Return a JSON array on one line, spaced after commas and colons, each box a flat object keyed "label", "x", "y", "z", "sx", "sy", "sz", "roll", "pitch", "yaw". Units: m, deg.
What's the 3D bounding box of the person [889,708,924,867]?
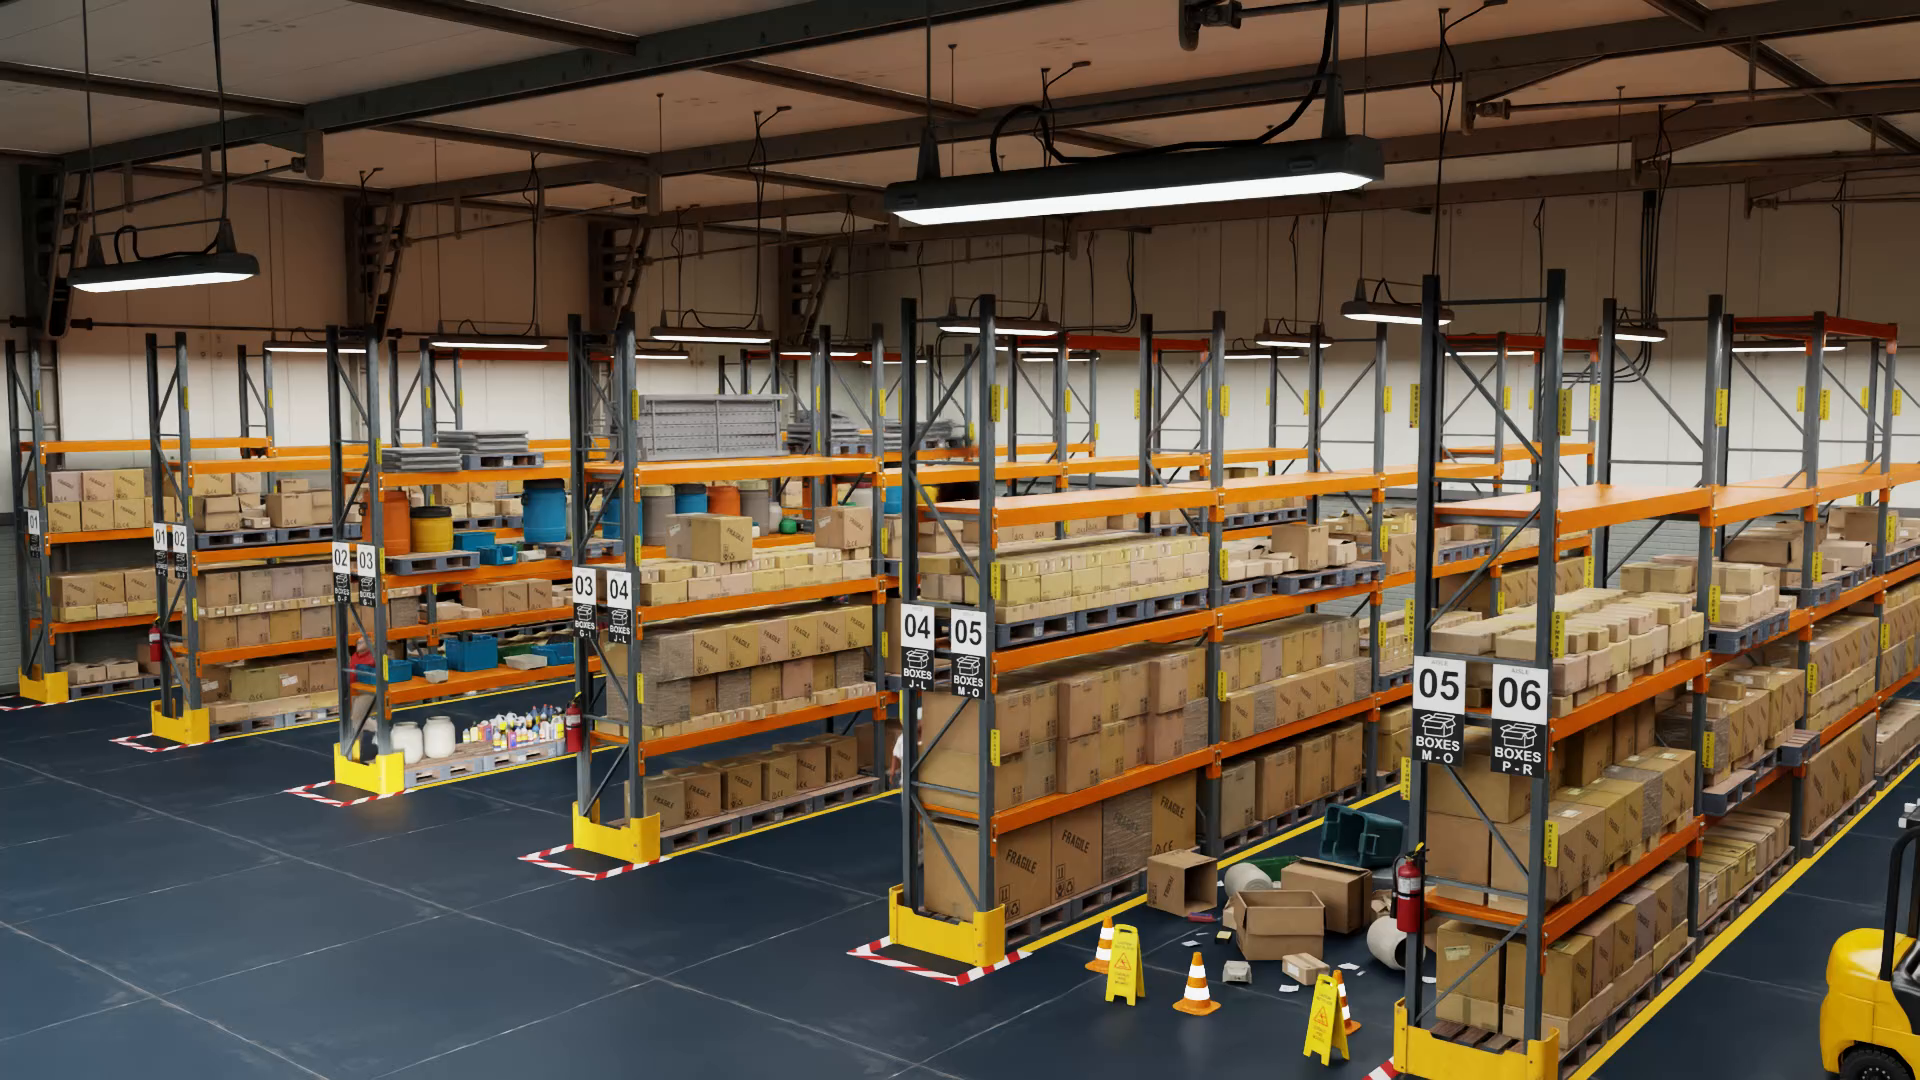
[{"label": "person", "x": -0.459, "y": 2.676, "z": 18.083, "sx": 0.706, "sy": 1.728, "sz": 0.575, "roll": 3, "pitch": 6, "yaw": 30}]

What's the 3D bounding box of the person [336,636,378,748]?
[{"label": "person", "x": -8.428, "y": 2.192, "z": 23.466, "sx": 0.666, "sy": 1.692, "sz": 0.922, "roll": 3, "pitch": 6, "yaw": 30}]

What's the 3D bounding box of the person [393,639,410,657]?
[{"label": "person", "x": -10.206, "y": 1.584, "z": 29.849, "sx": 0.643, "sy": 1.844, "sz": 0.876, "roll": 2, "pitch": 6, "yaw": 25}]
